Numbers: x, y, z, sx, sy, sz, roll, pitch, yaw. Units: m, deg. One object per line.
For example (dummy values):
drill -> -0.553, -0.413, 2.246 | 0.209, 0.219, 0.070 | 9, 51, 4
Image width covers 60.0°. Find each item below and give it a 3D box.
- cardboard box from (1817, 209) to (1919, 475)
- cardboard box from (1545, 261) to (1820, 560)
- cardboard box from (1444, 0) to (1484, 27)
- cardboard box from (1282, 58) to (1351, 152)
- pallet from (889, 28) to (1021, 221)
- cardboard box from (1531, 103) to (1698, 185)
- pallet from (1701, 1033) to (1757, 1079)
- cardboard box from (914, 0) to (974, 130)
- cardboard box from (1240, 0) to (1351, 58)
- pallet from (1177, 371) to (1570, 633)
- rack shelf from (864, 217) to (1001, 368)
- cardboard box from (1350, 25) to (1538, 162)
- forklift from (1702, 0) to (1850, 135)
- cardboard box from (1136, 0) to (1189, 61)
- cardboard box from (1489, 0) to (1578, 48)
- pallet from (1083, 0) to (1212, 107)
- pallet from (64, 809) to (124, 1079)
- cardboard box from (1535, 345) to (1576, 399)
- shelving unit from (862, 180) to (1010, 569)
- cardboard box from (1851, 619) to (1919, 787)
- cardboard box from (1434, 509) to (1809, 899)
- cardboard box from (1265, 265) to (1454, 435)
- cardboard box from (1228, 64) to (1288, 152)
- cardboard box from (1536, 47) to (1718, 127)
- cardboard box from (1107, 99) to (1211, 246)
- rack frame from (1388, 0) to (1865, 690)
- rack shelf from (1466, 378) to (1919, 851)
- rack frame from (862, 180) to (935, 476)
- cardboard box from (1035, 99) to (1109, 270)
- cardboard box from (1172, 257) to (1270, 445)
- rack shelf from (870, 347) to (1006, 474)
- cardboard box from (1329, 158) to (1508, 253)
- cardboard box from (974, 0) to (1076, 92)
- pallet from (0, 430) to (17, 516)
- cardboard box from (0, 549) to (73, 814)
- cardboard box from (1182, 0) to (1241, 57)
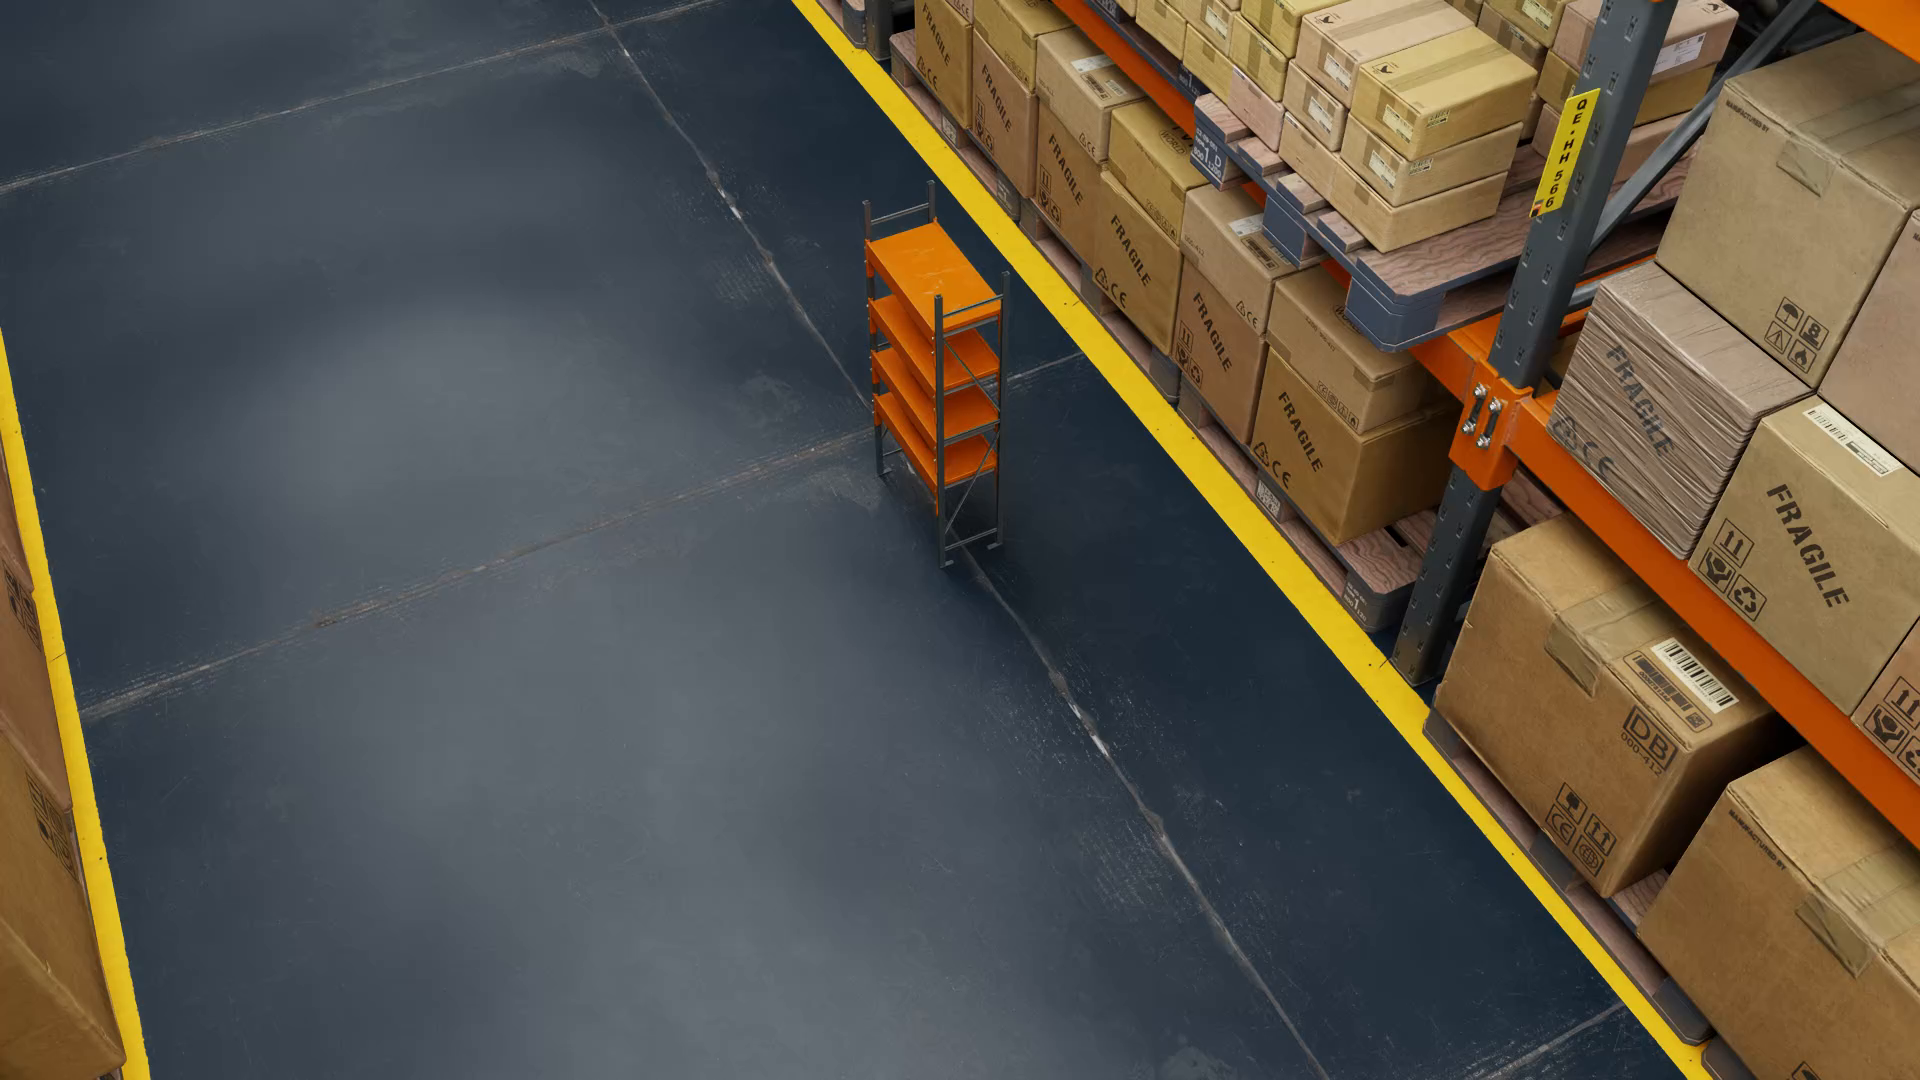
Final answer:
cardboard box -> 2.295, -0.442, 3.413 | 0.700, 0.500, 0.500 | -22, 52, -18
cardboard box -> 1.831, -0.361, 4.007 | 0.500, 0.500, 0.500 | -21, 52, -17
cardboard box -> 1.572, -1.626, 4.870 | 0.380, 0.149, 0.250 | -23, 53, -19
cardboard box -> 1.111, -1.227, 4.521 | 0.380, 0.149, 0.250 | -19, 52, -16
pallet -> 0.393, -1.960, 7.324 | 1.003, 0.211, 1.213 | -21, 52, -18
cardboard box -> 1.840, -1.146, 4.648 | 0.380, 0.149, 0.250 | -22, 52, -18
pallet -> 2.713, 1.565, 4.241 | 1.003, 0.211, 1.213 | -21, 52, -18
cardboard box -> 0.137, -2.128, 7.000 | 0.500, 0.500, 0.500 | -19, 52, -16
cardboard box -> 1.001, -1.487, 4.551 | 0.380, 0.149, 0.250 | -20, 52, -16
pallet -> 1.509, -0.327, 5.896 | 1.003, 0.211, 1.213 | -21, 52, -18
rack shelf -> -0.076, -0.764, 5.099 | 0.258, 0.148, 0.480 | -21, 52, -18
cardboard box -> 1.233, -1.143, 4.250 | 0.380, 0.149, 0.250 | -23, 53, -19
forklift -> 2.994, -1.960, 5.517 | 1.130, 2.935, 3.031 | -22, 52, -18
cardboard box -> 0.766, -1.636, 5.076 | 0.380, 0.149, 0.250 | -23, 53, -19
cardboard box -> 1.701, -1.528, 4.586 | 0.380, 0.149, 0.250 | -22, 53, -18
pallet -> 0.923, -1.969, 5.607 | 1.003, 0.211, 1.213 | -21, 52, -18
pallet -> -2.885, 1.283, 4.487 | 1.003, 0.211, 1.213 | -21, 52, -18
cardboard box -> 1.768, -0.598, 5.662 | 0.500, 0.500, 0.500 | -23, 53, -19
shelving unit -> -0.076, -0.506, 5.395 | 0.258, 1.200, 0.503 | -21, 52, -18
cardboard box -> 2.296, 0.316, 3.415 | 0.500, 0.500, 0.500 | -21, 52, -18
cardboard box -> 2.064, 0.319, 4.694 | 1.050, 0.750, 0.750 | -22, 52, -18
cardboard box -> 1.319, -0.651, 5.210 | 0.500, 0.250, 0.500 | -22, 52, -18
cardboard box -> 1.001, -1.288, 4.772 | 0.380, 0.149, 0.250 | -20, 52, -17
cardboard box -> 1.823, -1.268, 4.556 | 0.380, 0.149, 0.250 | -19, 52, -16
cardboard box -> 0.860, -1.331, 5.805 | 0.500, 0.250, 0.500 | -20, 52, -17
rack frame -> 1.865, -0.722, 4.389 | 1.000, 3.000, 0.127 | -21, 52, -18
rack shelf -> 2.781, 0.854, 3.489 | 1.077, 0.370, 4.000 | -21, 52, -18
rack frame -> -0.187, -0.669, 5.538 | 0.240, 1.200, 0.015 | -21, 52, -18
cardboard box -> 0.633, -1.429, 6.389 | 0.500, 0.500, 0.500 | -20, 52, -17
cardboard box -> 1.098, -0.736, 5.783 | 0.500, 0.500, 0.500 | -19, 52, -16
rack shelf -> -0.076, -0.462, 5.446 | 0.258, 0.148, 0.480 | -21, 52, -18
cardboard box -> 1.231, -0.949, 4.475 | 0.380, 0.149, 0.250 | -20, 52, -17
cardboard box -> 0.384, -2.020, 6.407 | 0.500, 0.250, 0.500 | -20, 52, -17
pallet -> -4.001, -0.350, 5.916 | 1.003, 0.211, 1.213 | -21, 52, -18
cardboard box -> -3.289, 0.412, 4.529 | 1.225, 0.875, 0.875 | -21, 52, -17
cardboard box -> 0.874, -1.570, 4.821 | 0.380, 0.149, 0.250 | -21, 52, -17
